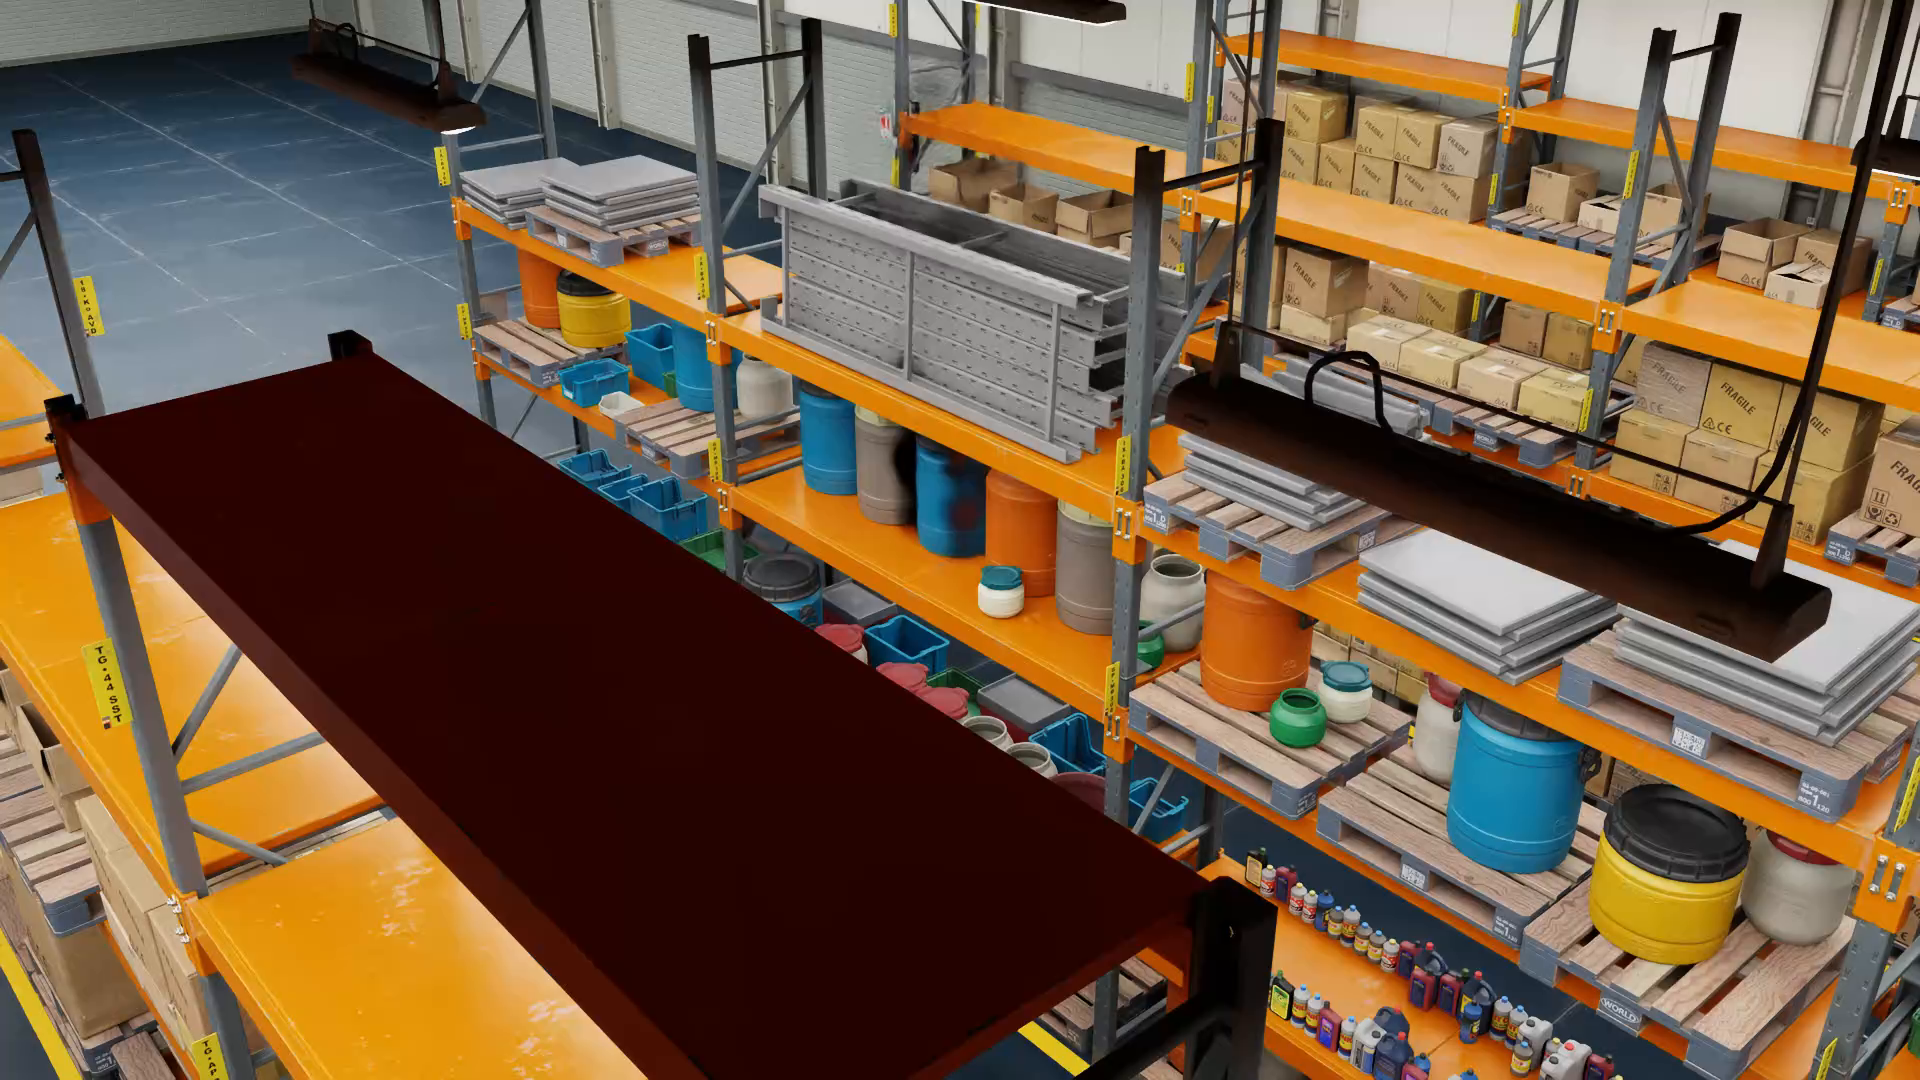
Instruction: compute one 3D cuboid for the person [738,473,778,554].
[{"bbox_3d":[-2.078,-0.285,16.281,0.685,1.681,0.674,12,29,23],"label":"person"}]
